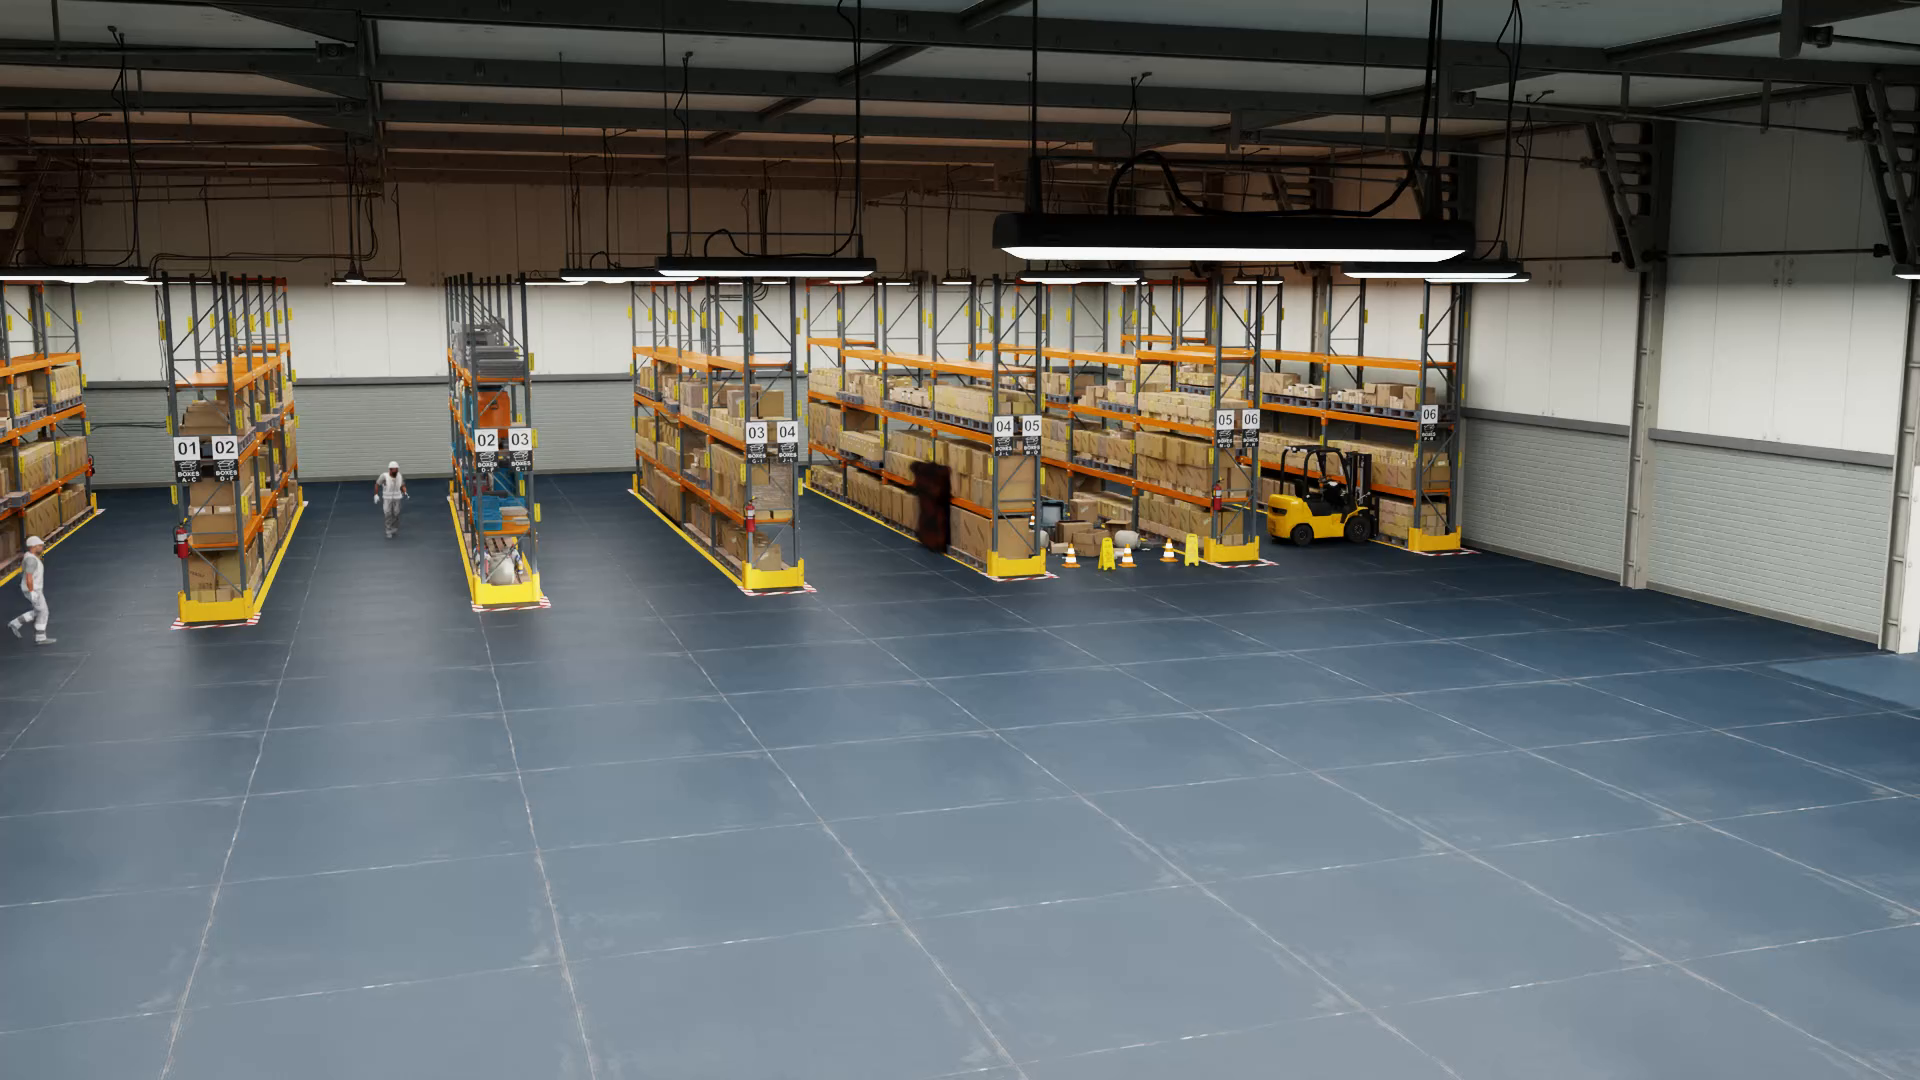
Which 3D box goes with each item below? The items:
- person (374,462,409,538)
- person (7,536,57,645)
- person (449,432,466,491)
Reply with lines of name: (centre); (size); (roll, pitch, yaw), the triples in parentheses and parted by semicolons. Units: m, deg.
person: (-13.225, -0.928, 38.709); (0.773, 1.799, 0.878); (-3, 9, -18)
person: (-14.992, 0.818, 26.747); (0.707, 1.760, 0.635); (-3, 9, -21)
person: (-14.099, -2.247, 47.104); (0.667, 1.701, 1.005); (0, 9, 3)
